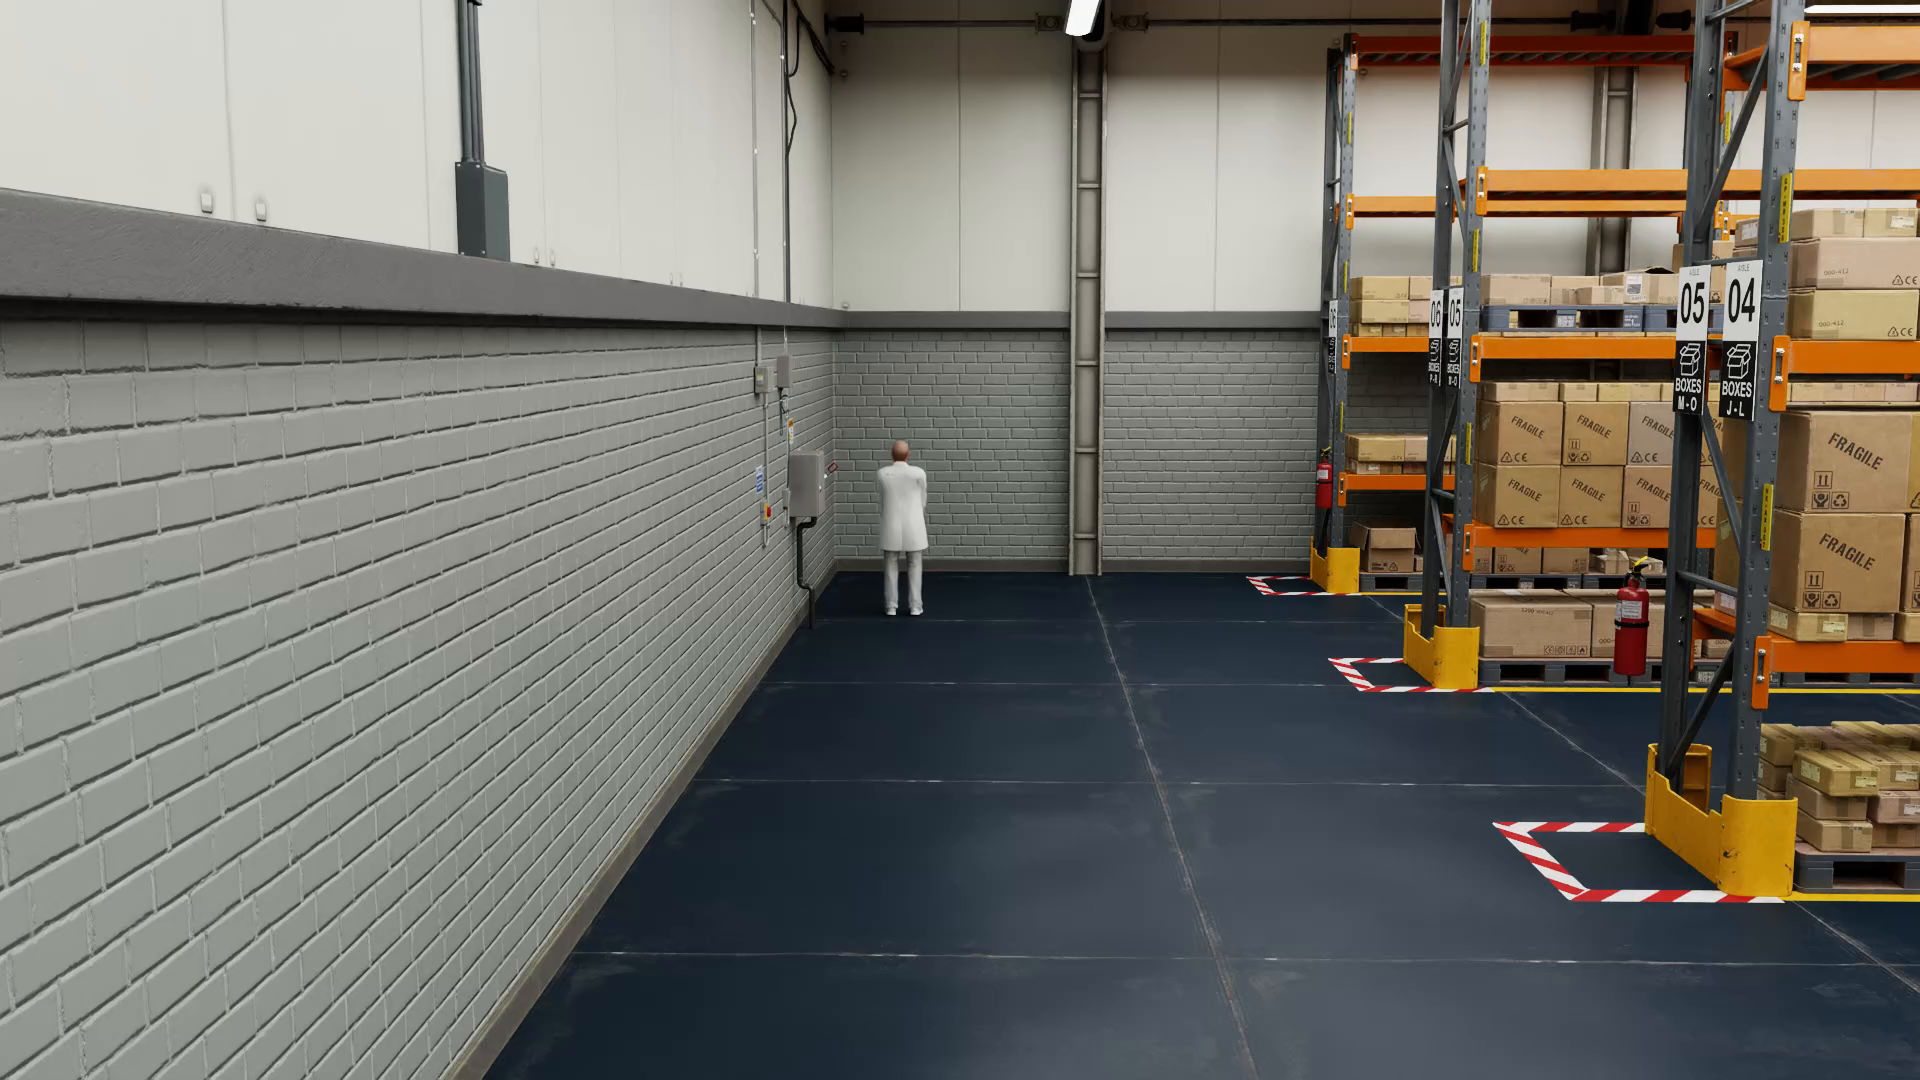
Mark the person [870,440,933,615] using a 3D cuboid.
[{"bbox_3d":[-0.592,-0.126,16.850,0.643,1.772,0.432,0,7,-2],"label":"person"}]
